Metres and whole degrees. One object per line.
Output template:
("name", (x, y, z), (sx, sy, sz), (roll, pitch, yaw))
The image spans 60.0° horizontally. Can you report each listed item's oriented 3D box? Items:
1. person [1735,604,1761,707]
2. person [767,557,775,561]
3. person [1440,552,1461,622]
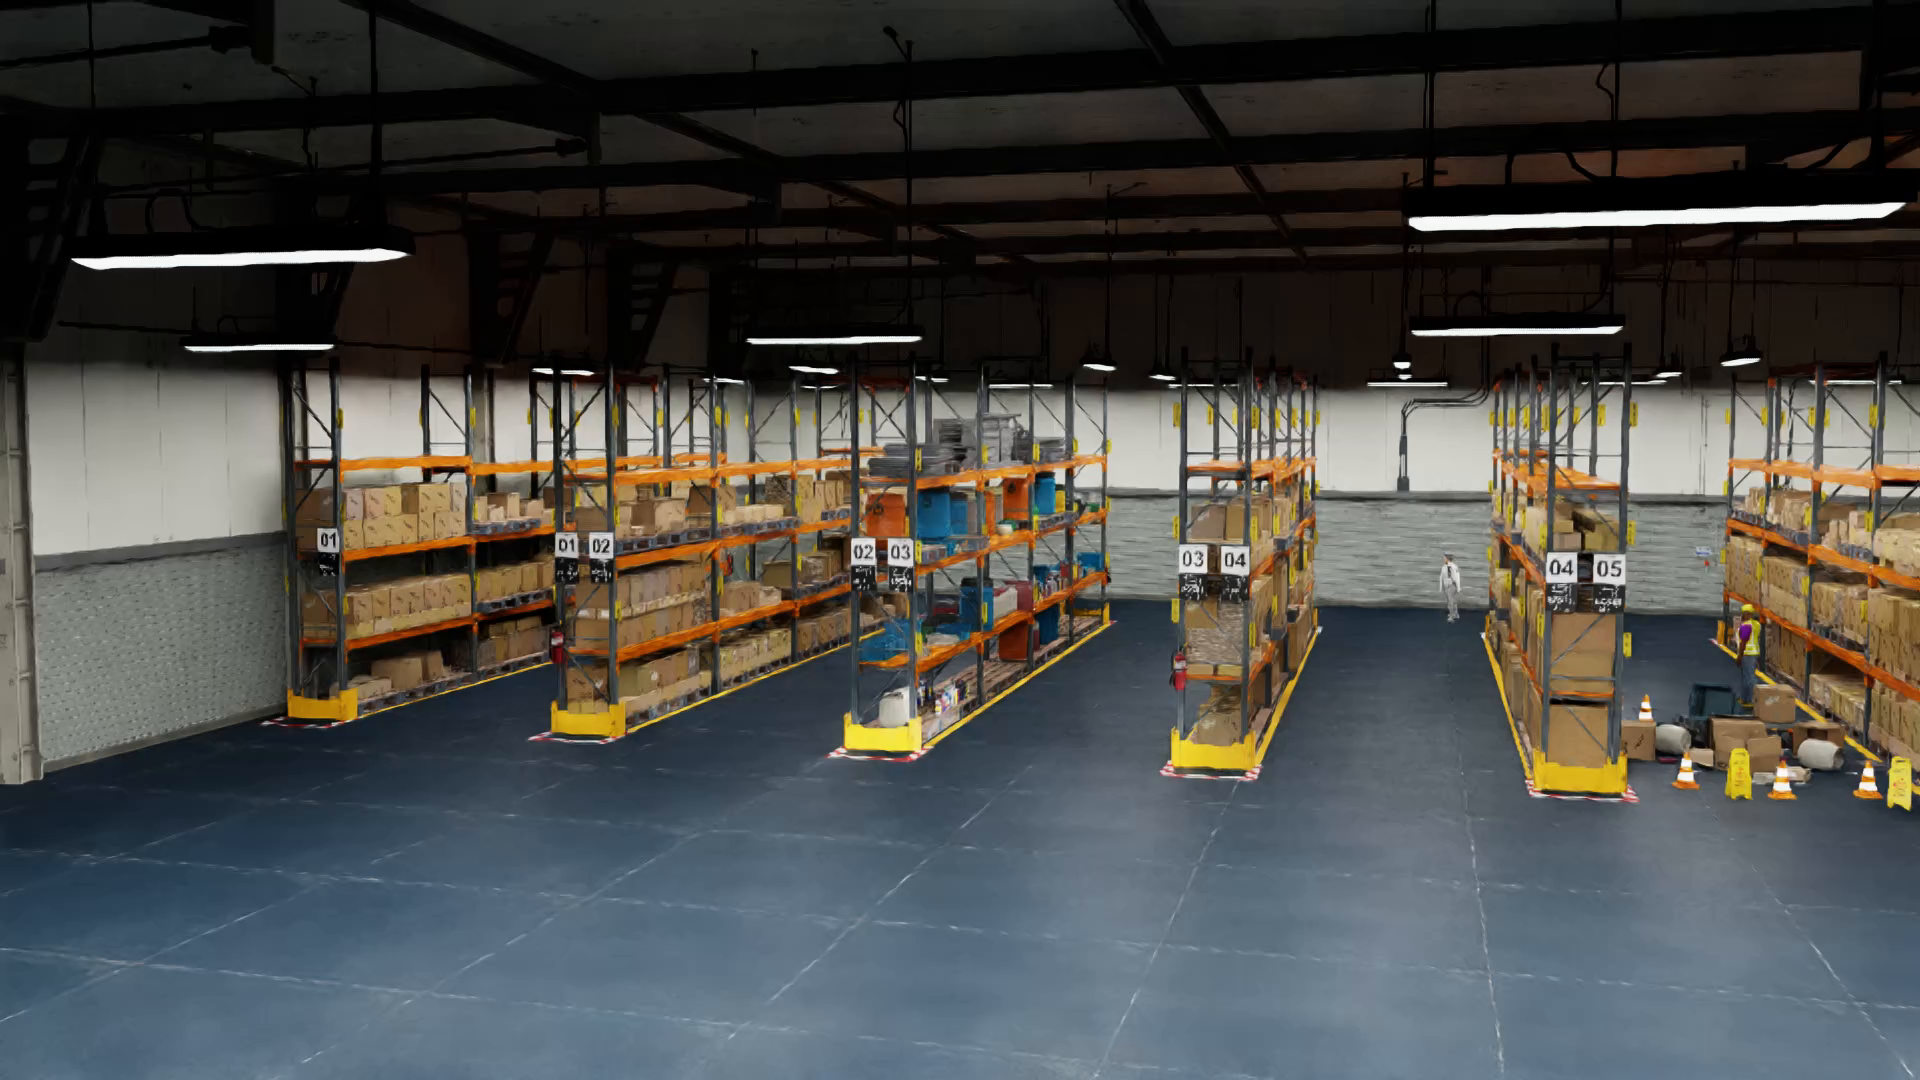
("person", (13.641, 1.987, 28.882), (0.591, 1.763, 0.685), (3, 5, 38))
("person", (-4.306, 1.278, 38.406), (0.514, 1.785, 0.638), (-1, 4, -16))
("person", (12.149, 1.157, 41.167), (0.509, 1.710, 0.566), (-2, 5, -22))
